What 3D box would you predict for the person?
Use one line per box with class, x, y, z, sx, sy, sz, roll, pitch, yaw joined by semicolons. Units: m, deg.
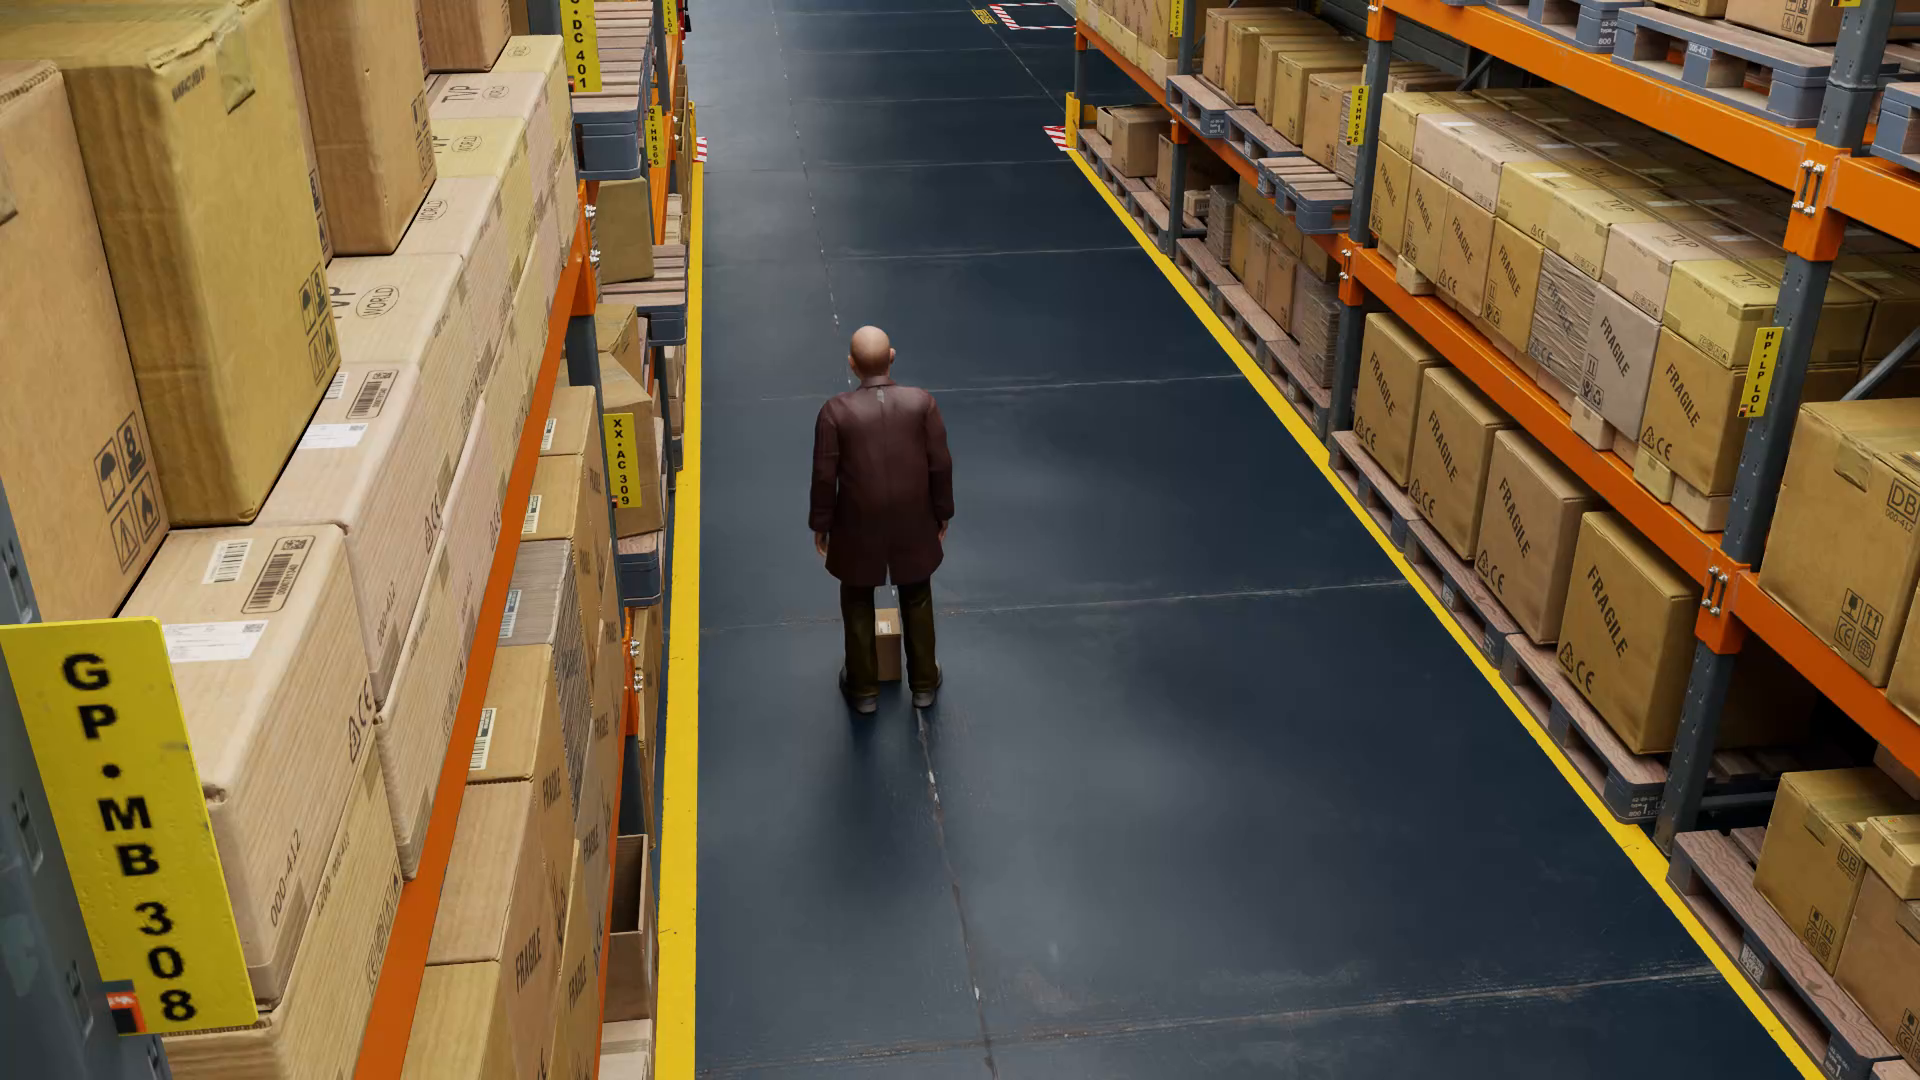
person;-0.343;-0.076;7.284;0.647;1.773;0.430;-5;27;-10
